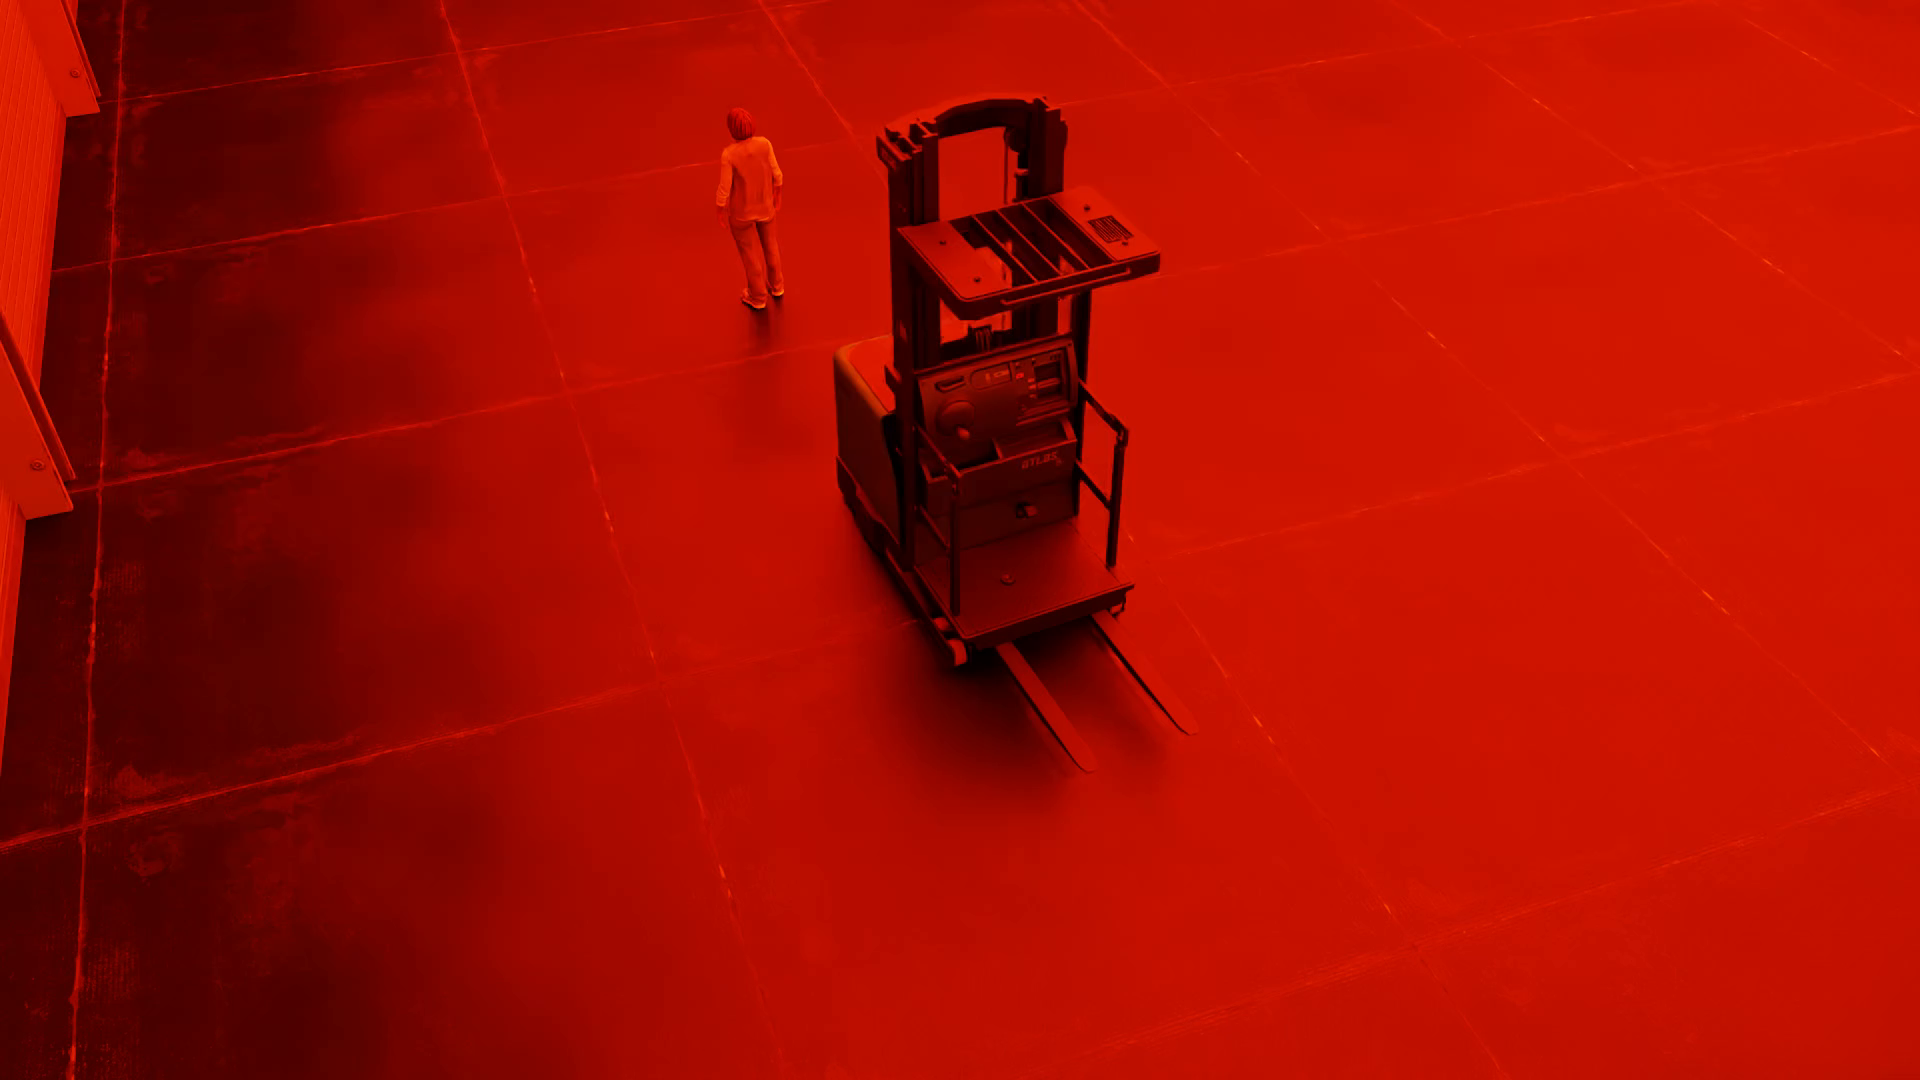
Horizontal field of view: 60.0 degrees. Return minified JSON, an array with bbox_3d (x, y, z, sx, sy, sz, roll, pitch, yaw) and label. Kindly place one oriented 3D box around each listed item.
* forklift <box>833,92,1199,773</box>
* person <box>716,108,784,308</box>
[{"bbox_3d":[0.306,-0.731,8.867,1.130,2.935,3.031,-17,43,-19],"label":"forklift"},{"bbox_3d":[-1.512,-2.386,11.865,0.520,1.597,0.475,-18,43,-21],"label":"person"}]
